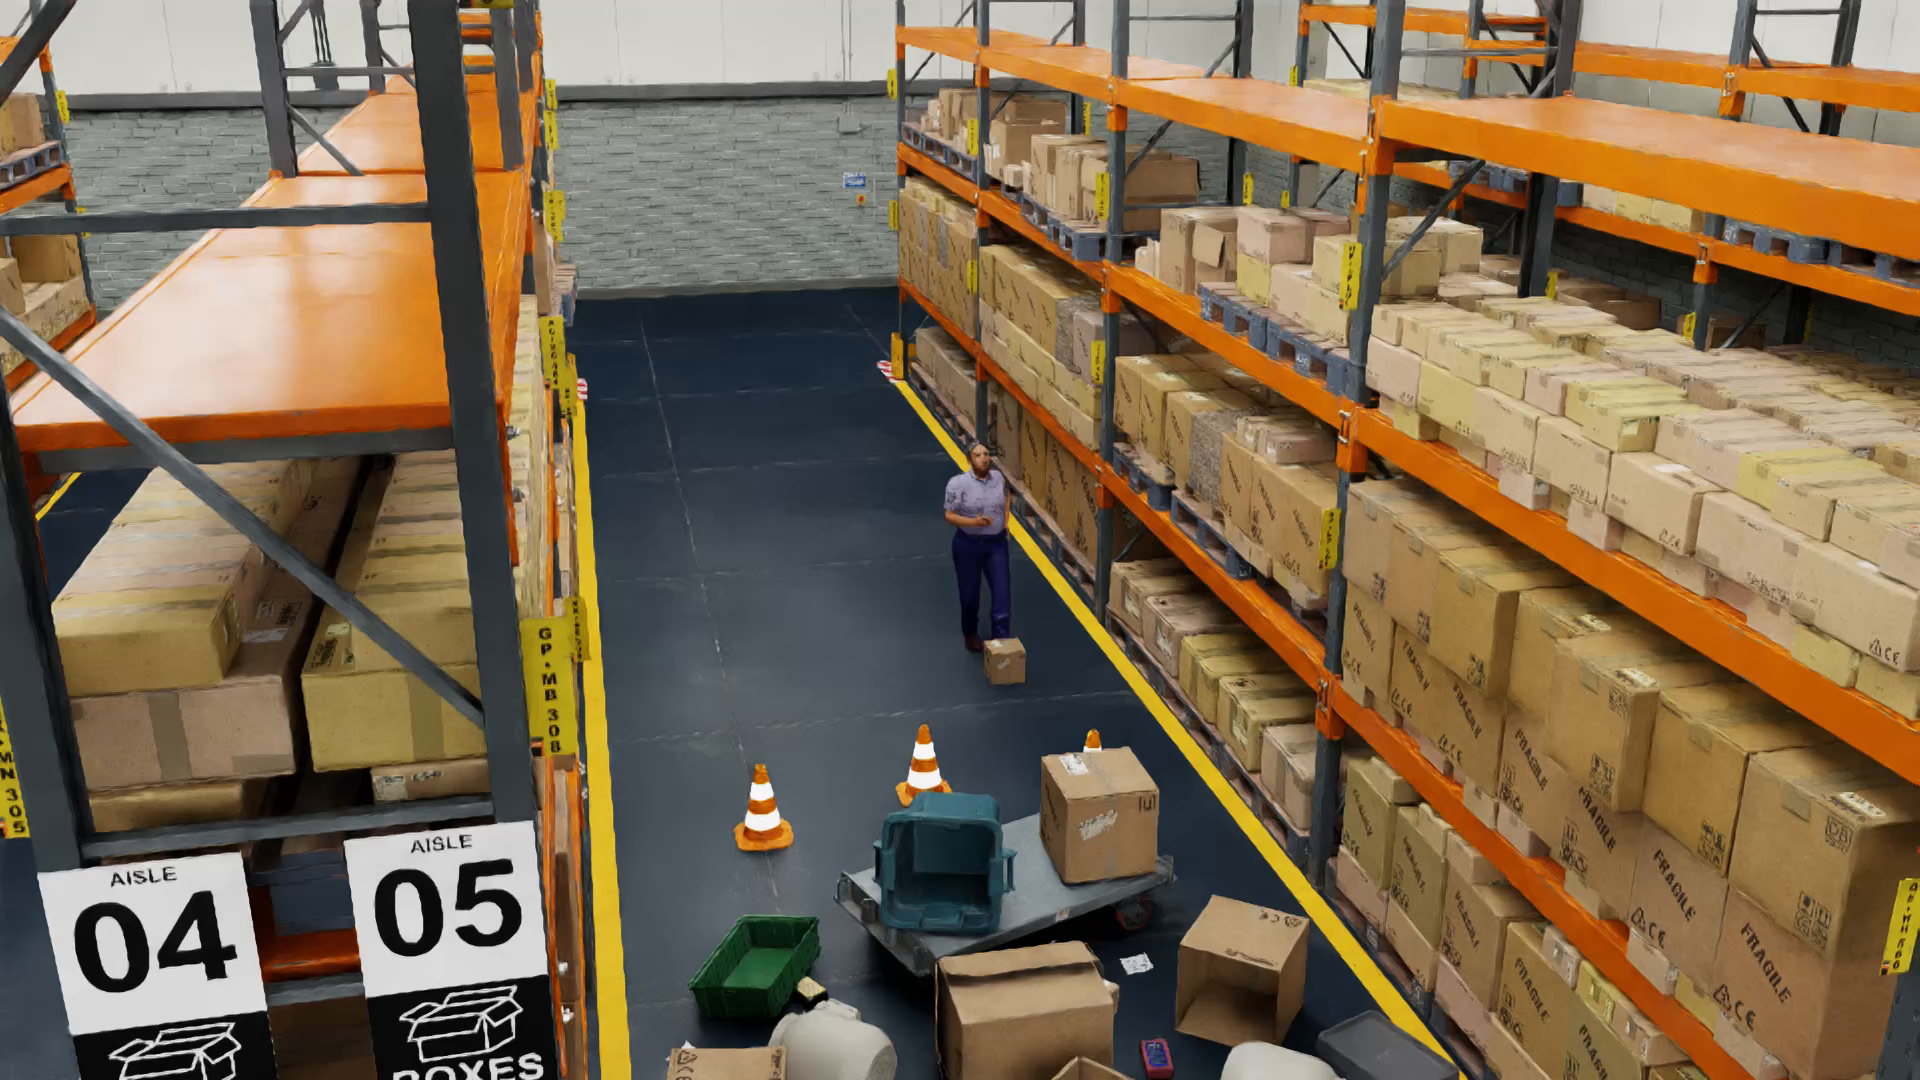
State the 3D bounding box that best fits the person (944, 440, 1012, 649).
[{"bbox_3d":[0.179,0.108,12.109,0.566,1.638,0.799,-5,20,-13],"label":"person"}]
